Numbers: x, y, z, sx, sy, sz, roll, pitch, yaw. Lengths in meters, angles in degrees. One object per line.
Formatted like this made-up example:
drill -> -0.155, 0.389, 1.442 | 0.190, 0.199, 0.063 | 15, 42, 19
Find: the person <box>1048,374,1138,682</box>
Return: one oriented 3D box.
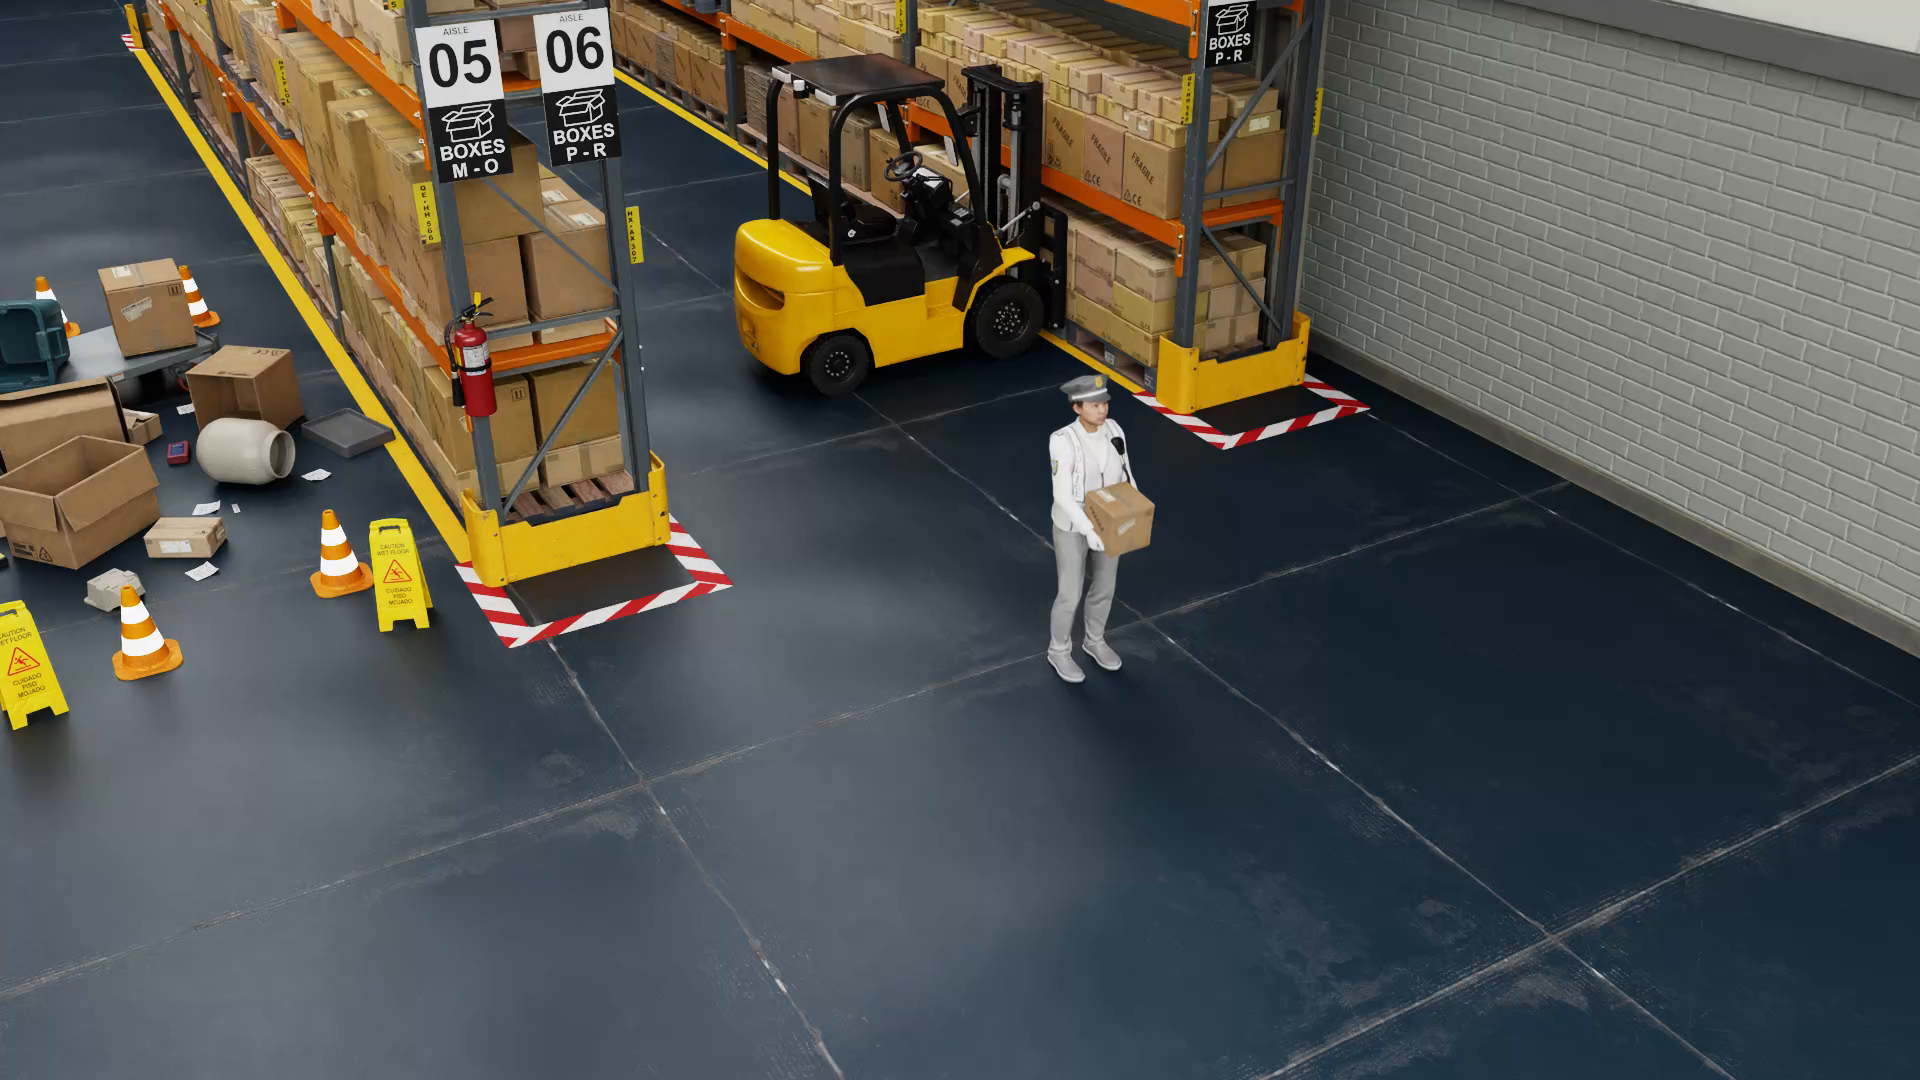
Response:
person -> 0.676, -0.069, 8.649 | 0.463, 1.688, 0.459 | -16, 33, -26
